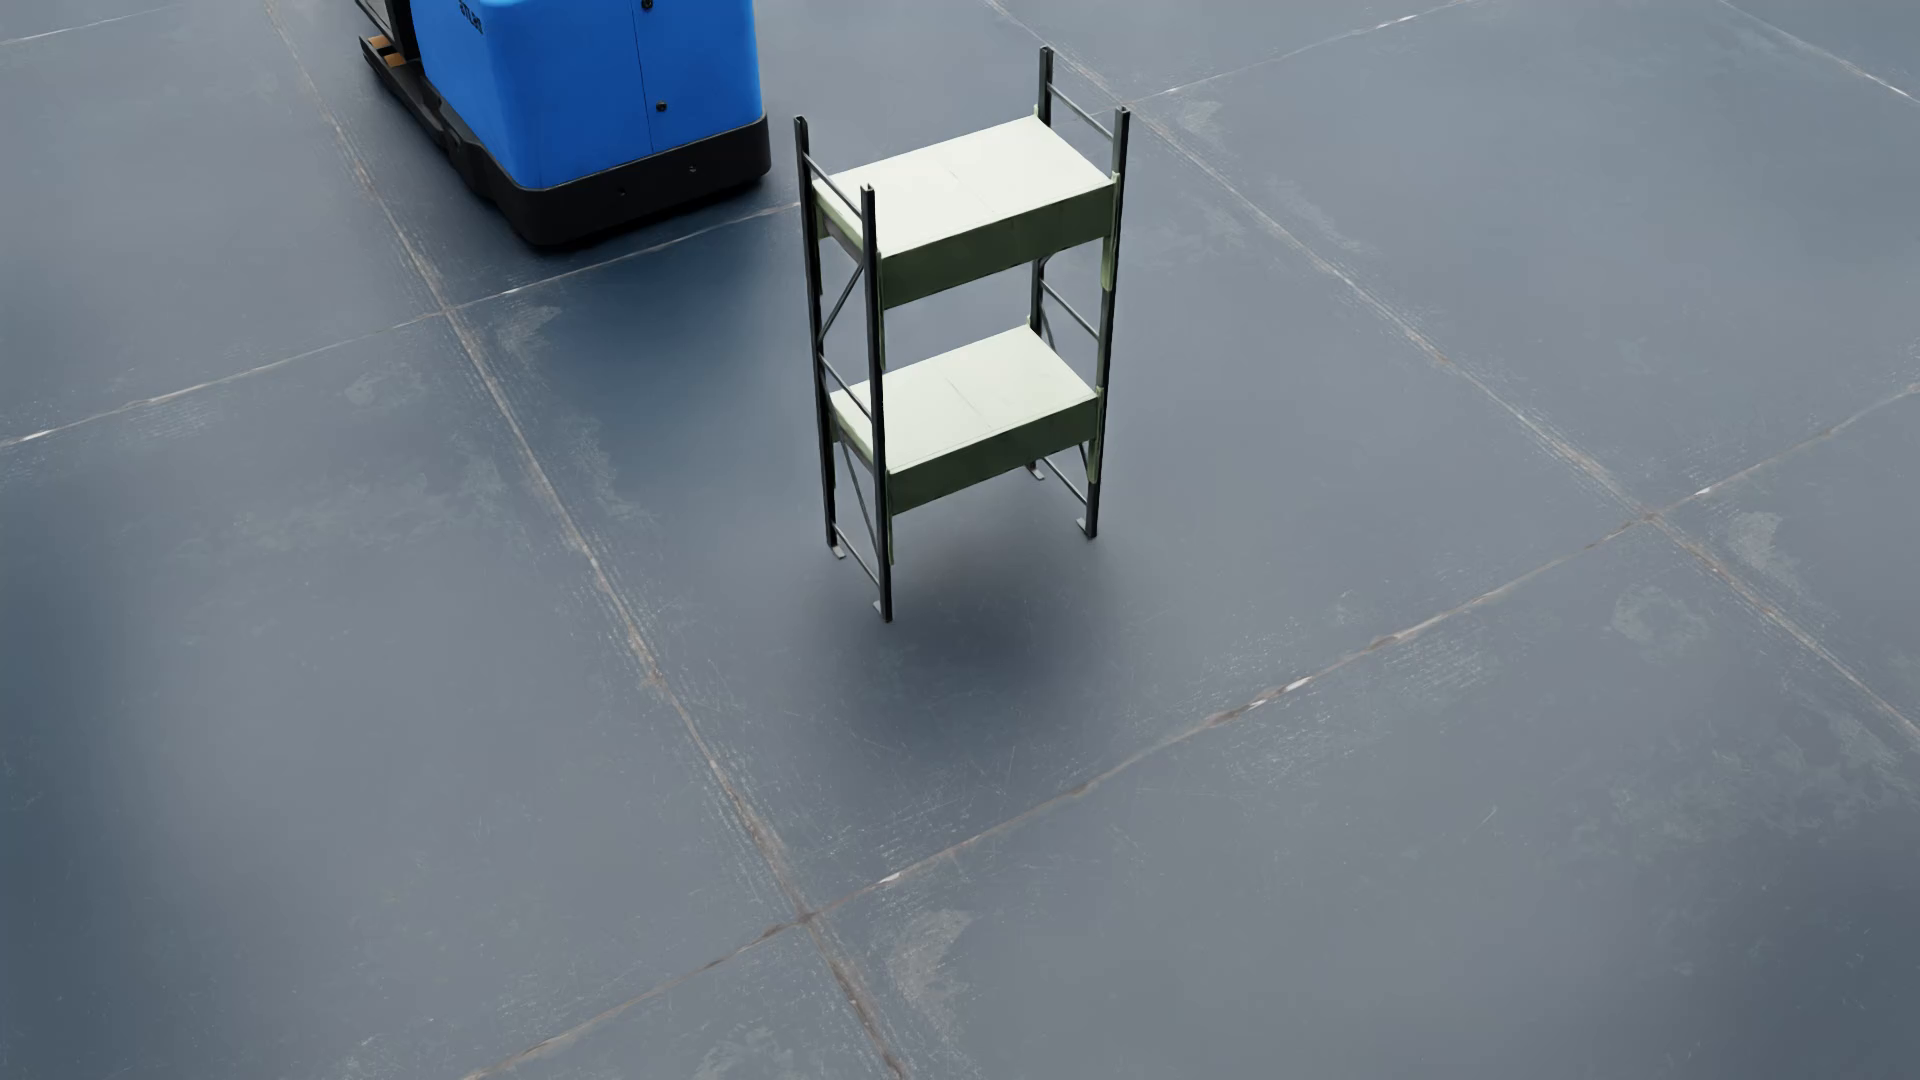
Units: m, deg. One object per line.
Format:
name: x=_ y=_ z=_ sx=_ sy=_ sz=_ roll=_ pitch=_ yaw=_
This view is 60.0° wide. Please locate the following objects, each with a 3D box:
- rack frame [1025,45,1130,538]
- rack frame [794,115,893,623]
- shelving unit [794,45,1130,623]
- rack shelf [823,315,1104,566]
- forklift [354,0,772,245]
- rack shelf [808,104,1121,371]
rack frame: x=0.323 y=-0.668 z=4.861 sx=0.023 sy=1.500 sz=0.400 roll=-22 pitch=48 yaw=-21
rack frame: x=-0.312 y=-0.414 z=4.599 sx=0.023 sy=1.500 sz=0.400 roll=-22 pitch=48 yaw=-21
shelving unit: x=0.006 y=-0.541 z=4.730 sx=0.755 sy=1.500 sz=0.431 roll=-22 pitch=48 yaw=-21
rack shelf: x=0.006 y=-0.307 z=4.957 sx=0.720 sy=0.370 sz=0.431 roll=-22 pitch=48 yaw=-21
forklift: x=-1.986 y=-3.168 z=6.410 sx=1.130 sy=2.935 sz=3.031 roll=-24 pitch=49 yaw=-23
rack shelf: x=0.006 y=-0.821 z=4.458 sx=0.720 sy=0.370 sz=0.431 roll=-22 pitch=48 yaw=-21
